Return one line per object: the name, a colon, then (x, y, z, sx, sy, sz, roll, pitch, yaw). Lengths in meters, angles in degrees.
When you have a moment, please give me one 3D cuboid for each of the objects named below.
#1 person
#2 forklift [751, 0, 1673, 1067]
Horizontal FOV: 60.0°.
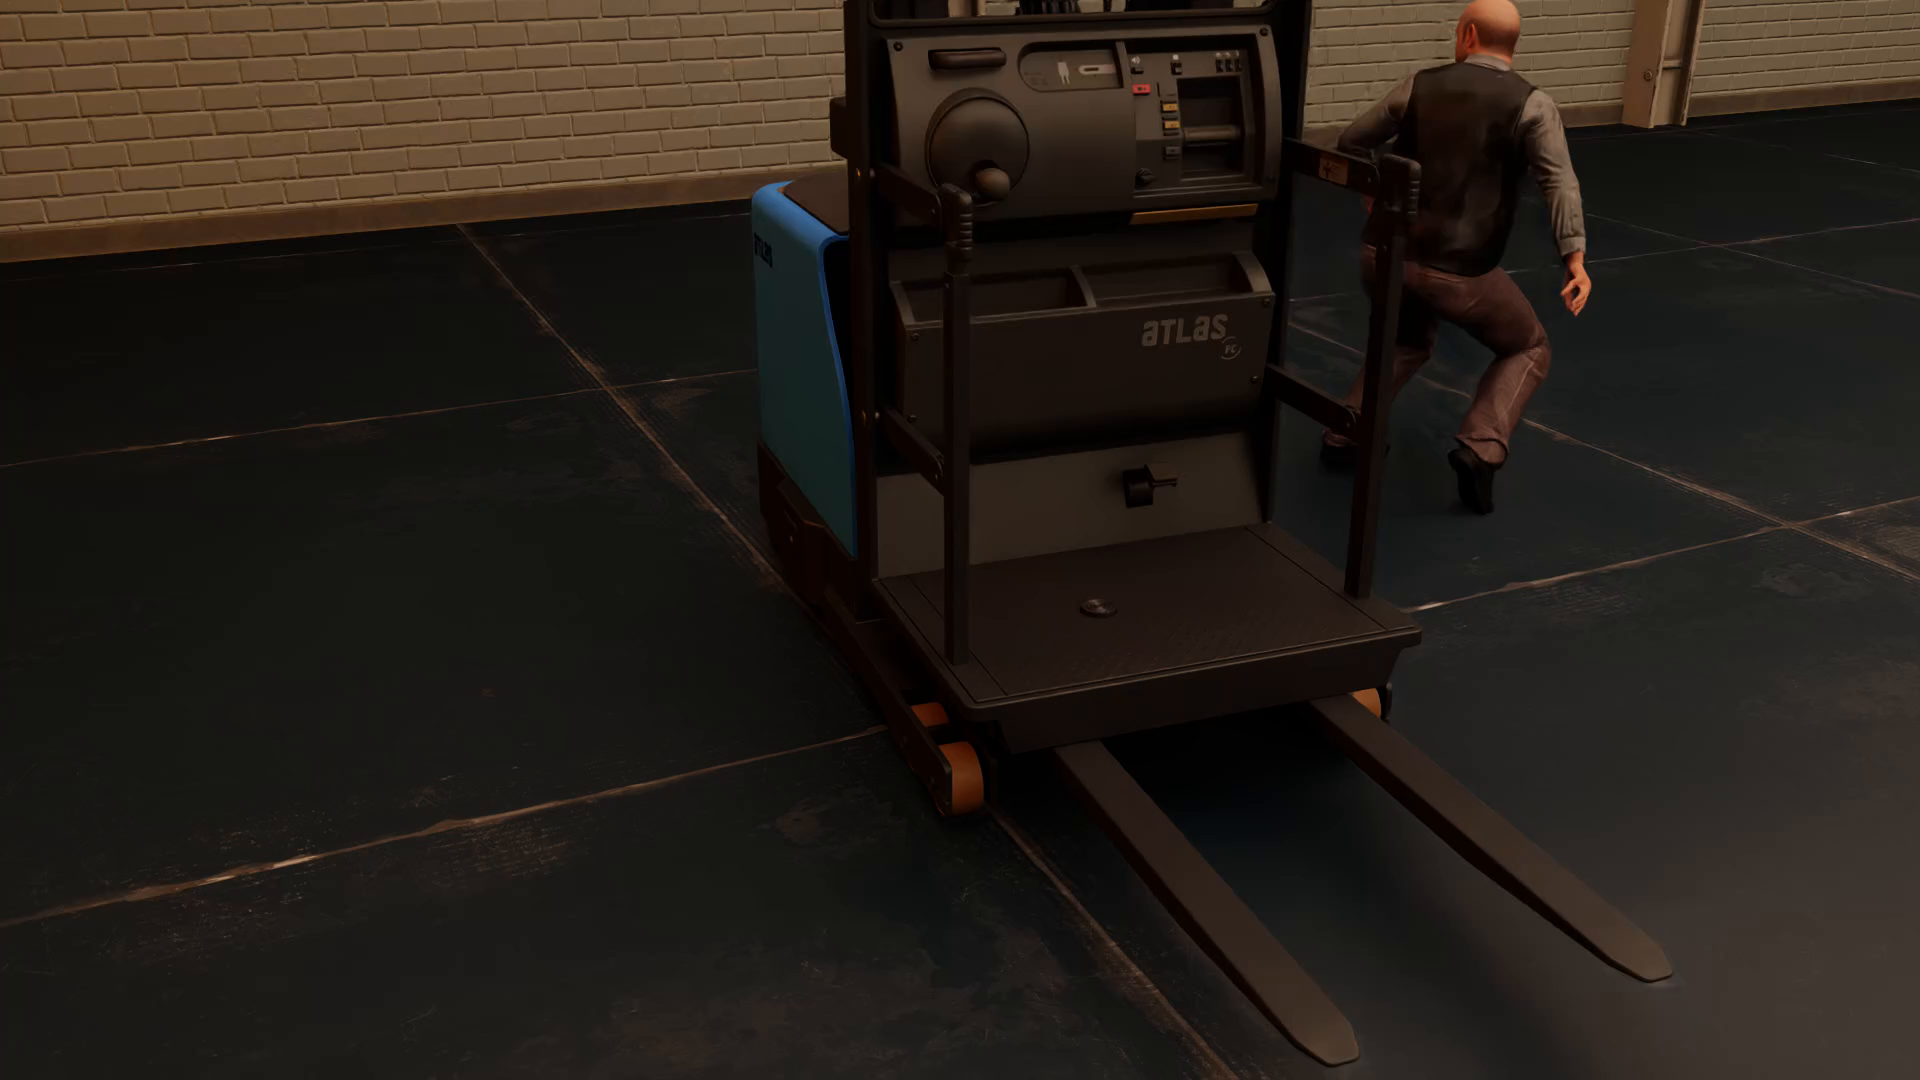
person: (1.596, -0.866, 5.280, 0.502, 1.596, 0.967, -20, 30, -40)
forklift: (0.365, -0.925, 3.512, 1.130, 2.935, 3.031, -8, 24, -18)
